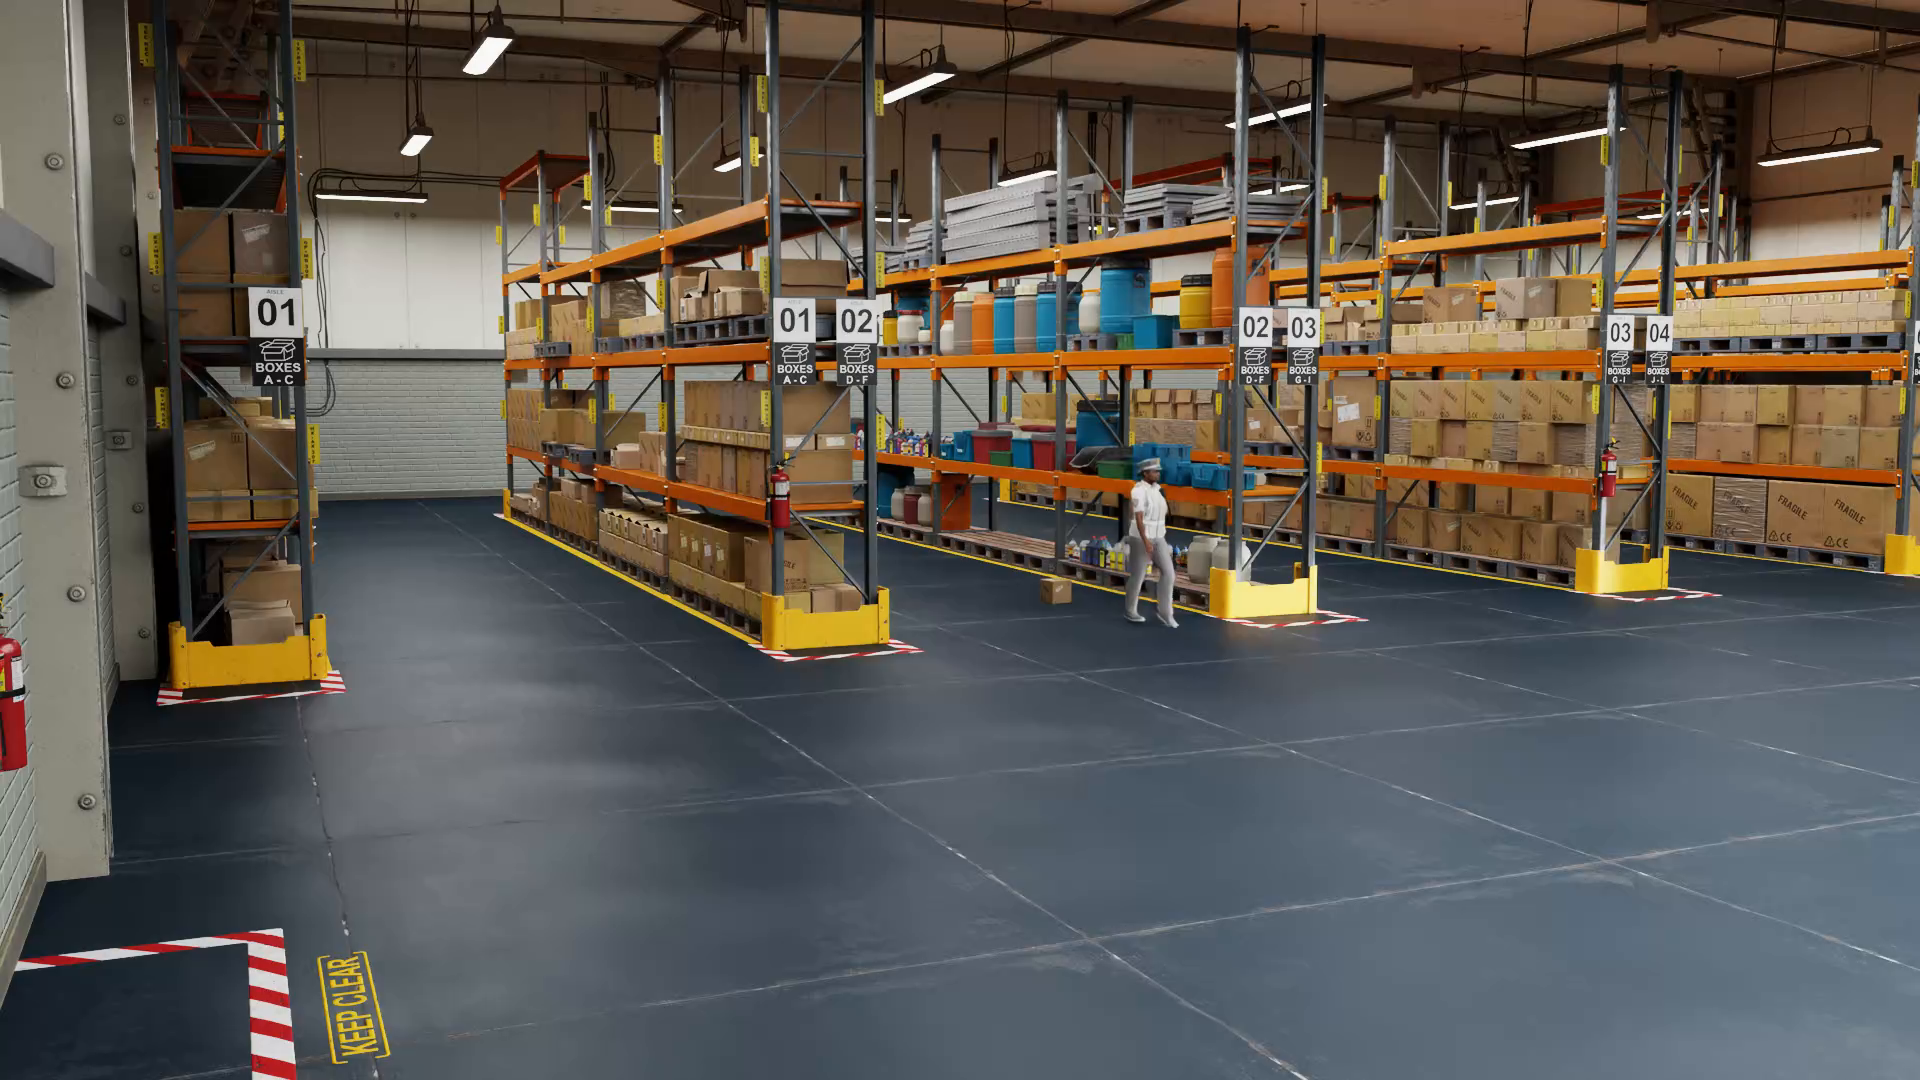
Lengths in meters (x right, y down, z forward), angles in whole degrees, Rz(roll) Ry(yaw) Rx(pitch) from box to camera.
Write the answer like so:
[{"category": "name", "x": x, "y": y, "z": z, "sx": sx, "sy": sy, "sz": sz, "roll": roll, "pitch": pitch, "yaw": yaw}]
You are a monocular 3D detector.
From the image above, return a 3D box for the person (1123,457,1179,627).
[{"category": "person", "x": 1.907, "y": 0.044, "z": 16.687, "sx": 0.463, "sy": 1.749, "sz": 0.596, "roll": -5, "pitch": 7, "yaw": -41}]
